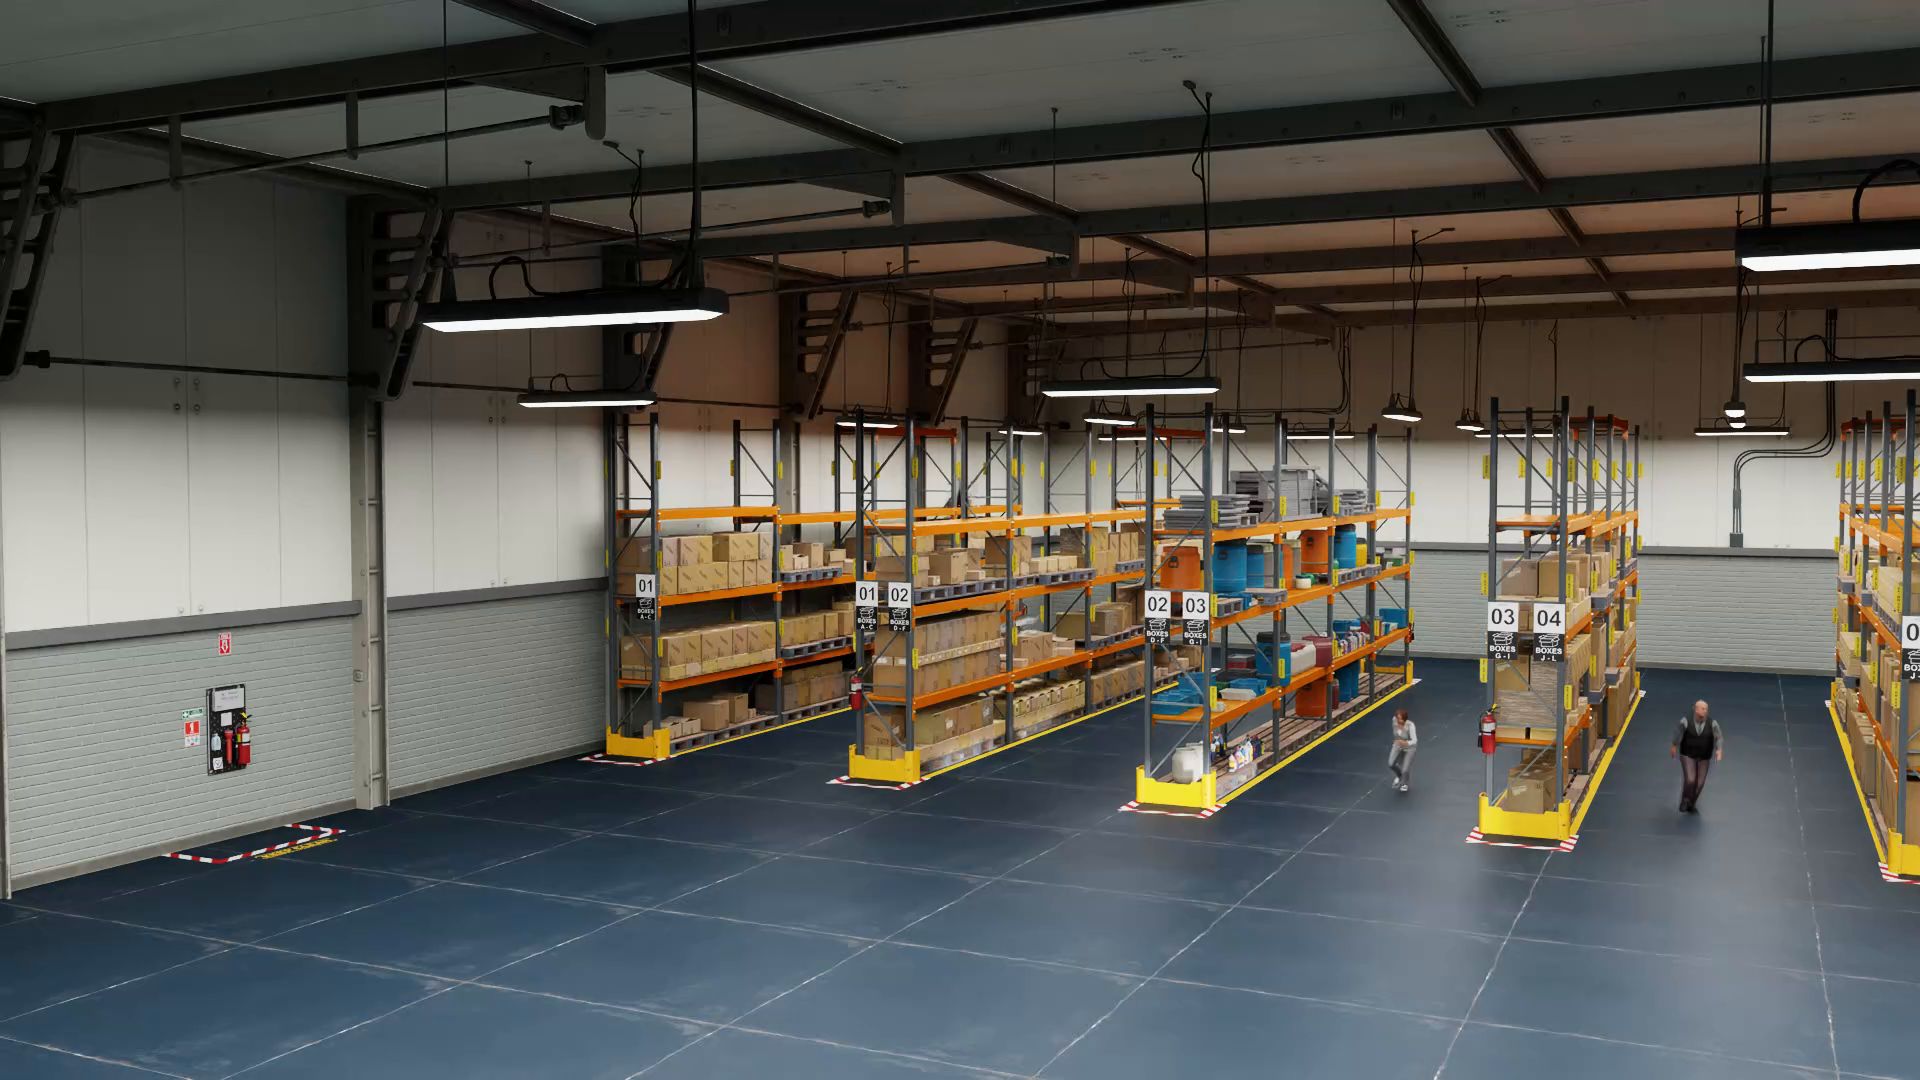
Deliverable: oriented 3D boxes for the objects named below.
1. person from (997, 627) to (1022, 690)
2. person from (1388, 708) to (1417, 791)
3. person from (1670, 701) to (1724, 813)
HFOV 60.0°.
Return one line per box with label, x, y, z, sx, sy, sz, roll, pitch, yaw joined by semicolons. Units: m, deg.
person;1.084;2.662;36.075;0.698;1.633;1.104;2;3;43
person;6.813;3.237;25.553;0.516;1.352;0.919;2;3;34
person;10.660;3.141;23.973;0.618;1.669;0.806;0;2;9
